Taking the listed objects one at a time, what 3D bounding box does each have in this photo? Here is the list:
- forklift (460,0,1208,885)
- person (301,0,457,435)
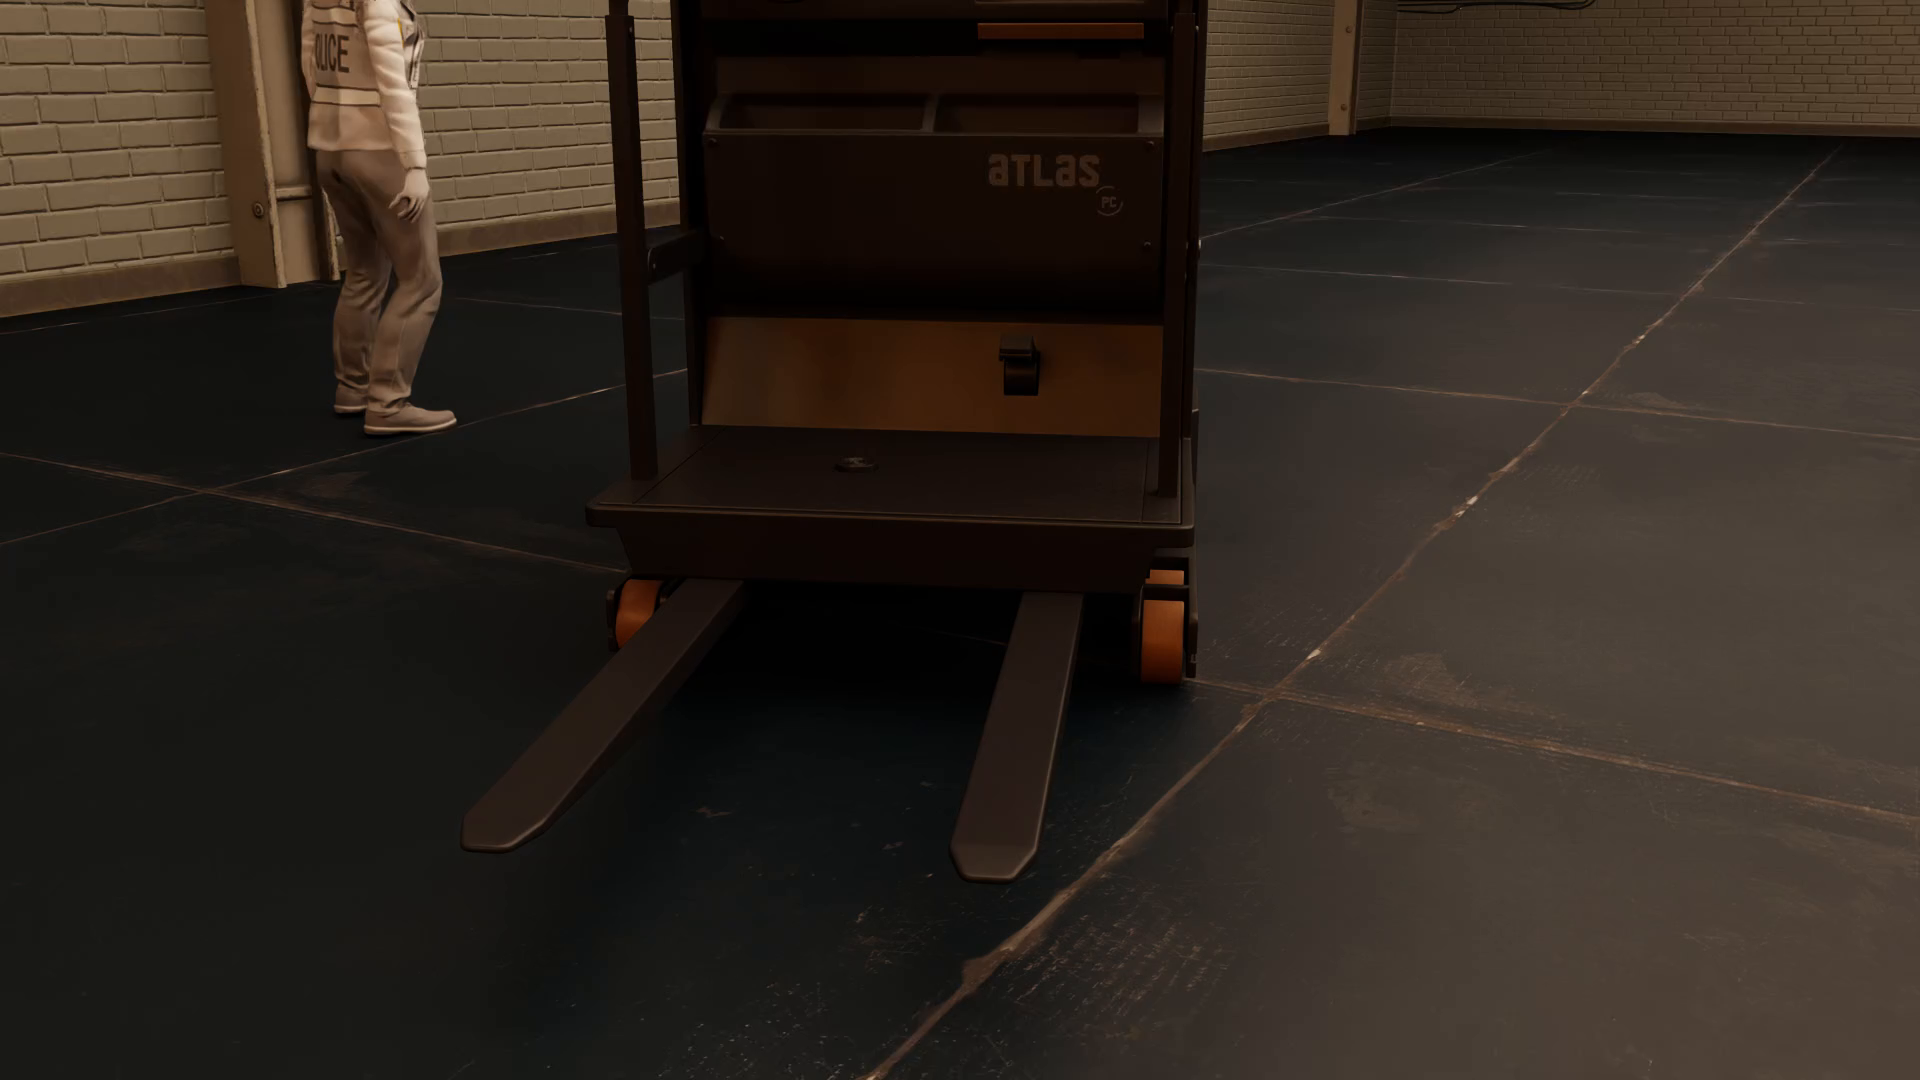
[{"bbox_3d":[-0.078,-1.236,3.048,1.130,2.935,3.031,2,17,7],"label":"forklift"},{"bbox_3d":[-1.785,-1.154,5.064,0.364,1.642,0.734,-16,23,-43],"label":"person"}]
